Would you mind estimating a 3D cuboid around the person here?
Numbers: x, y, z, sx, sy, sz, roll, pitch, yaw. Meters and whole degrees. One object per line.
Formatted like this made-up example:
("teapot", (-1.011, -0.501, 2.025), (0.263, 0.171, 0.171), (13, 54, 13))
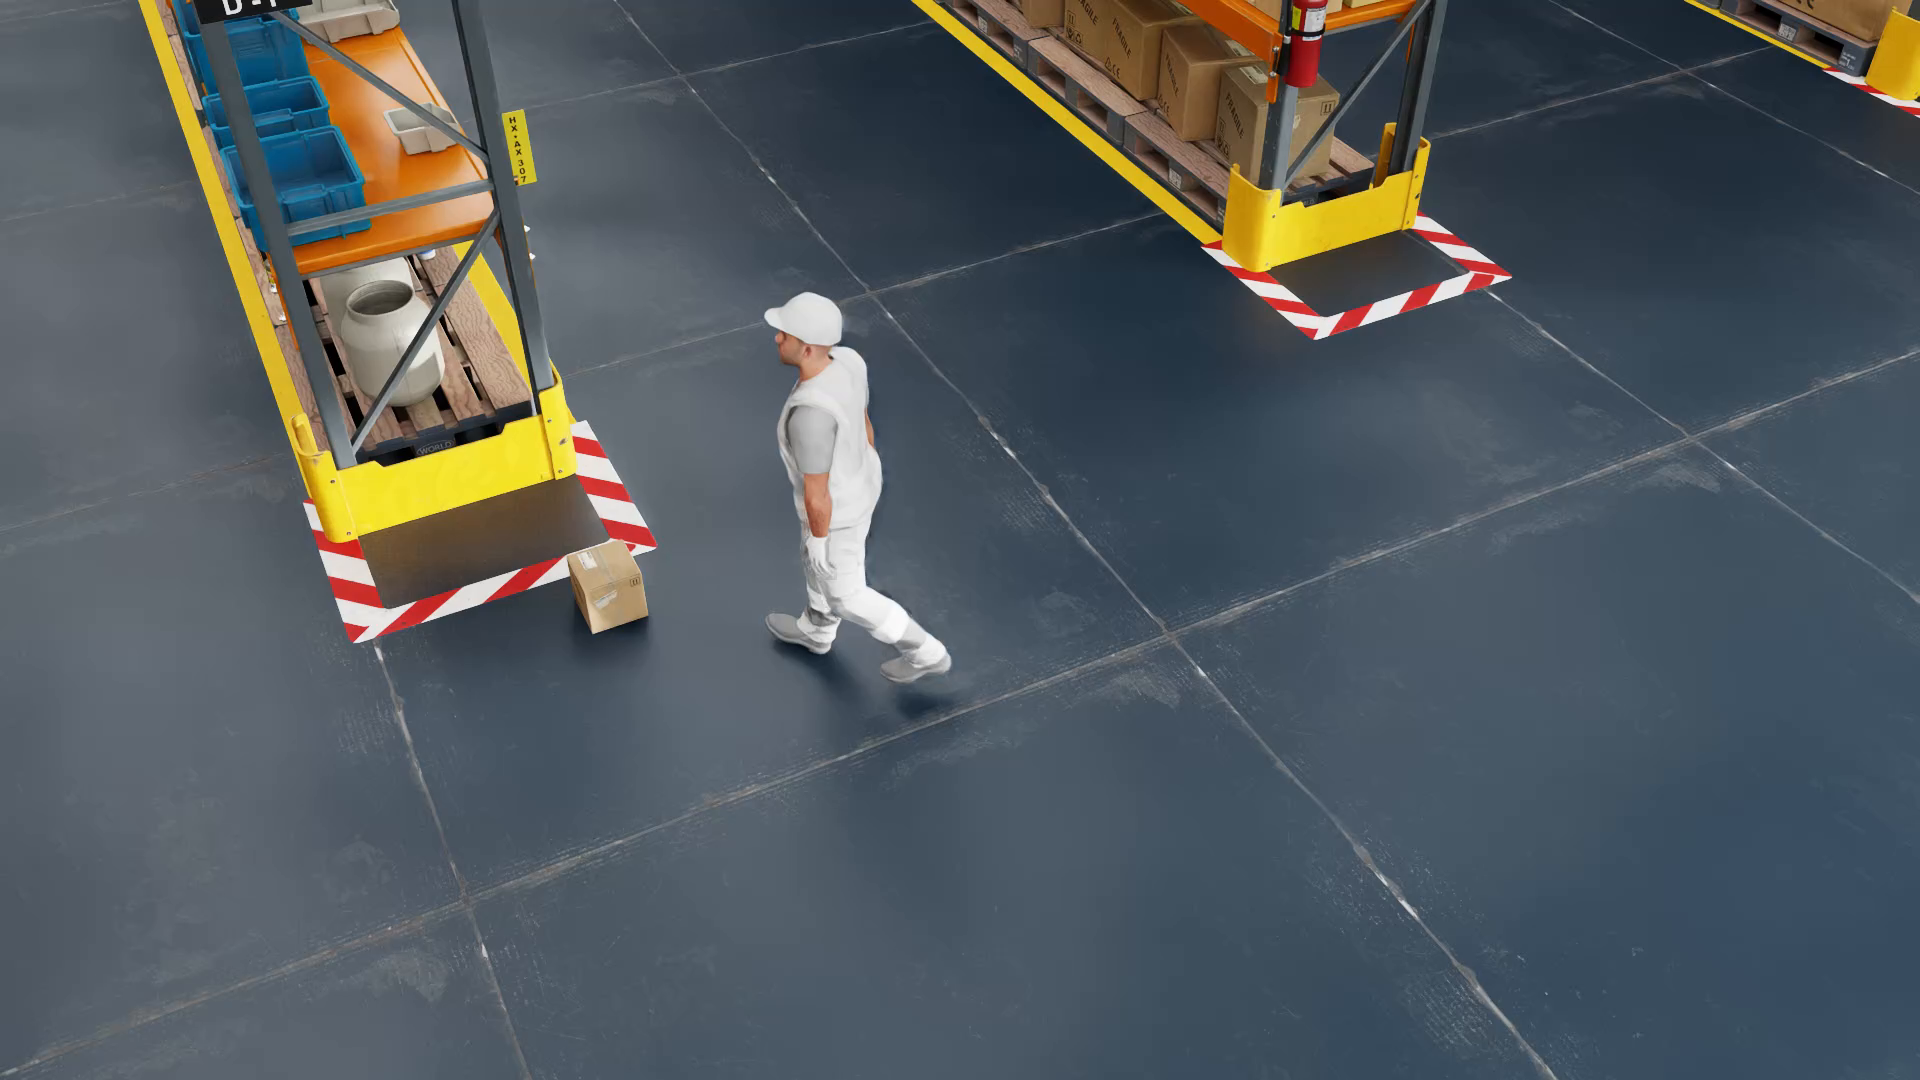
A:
("person", (-0.429, -0.144, 6.313), (0.830, 1.780, 0.611), (6, 41, 7))
